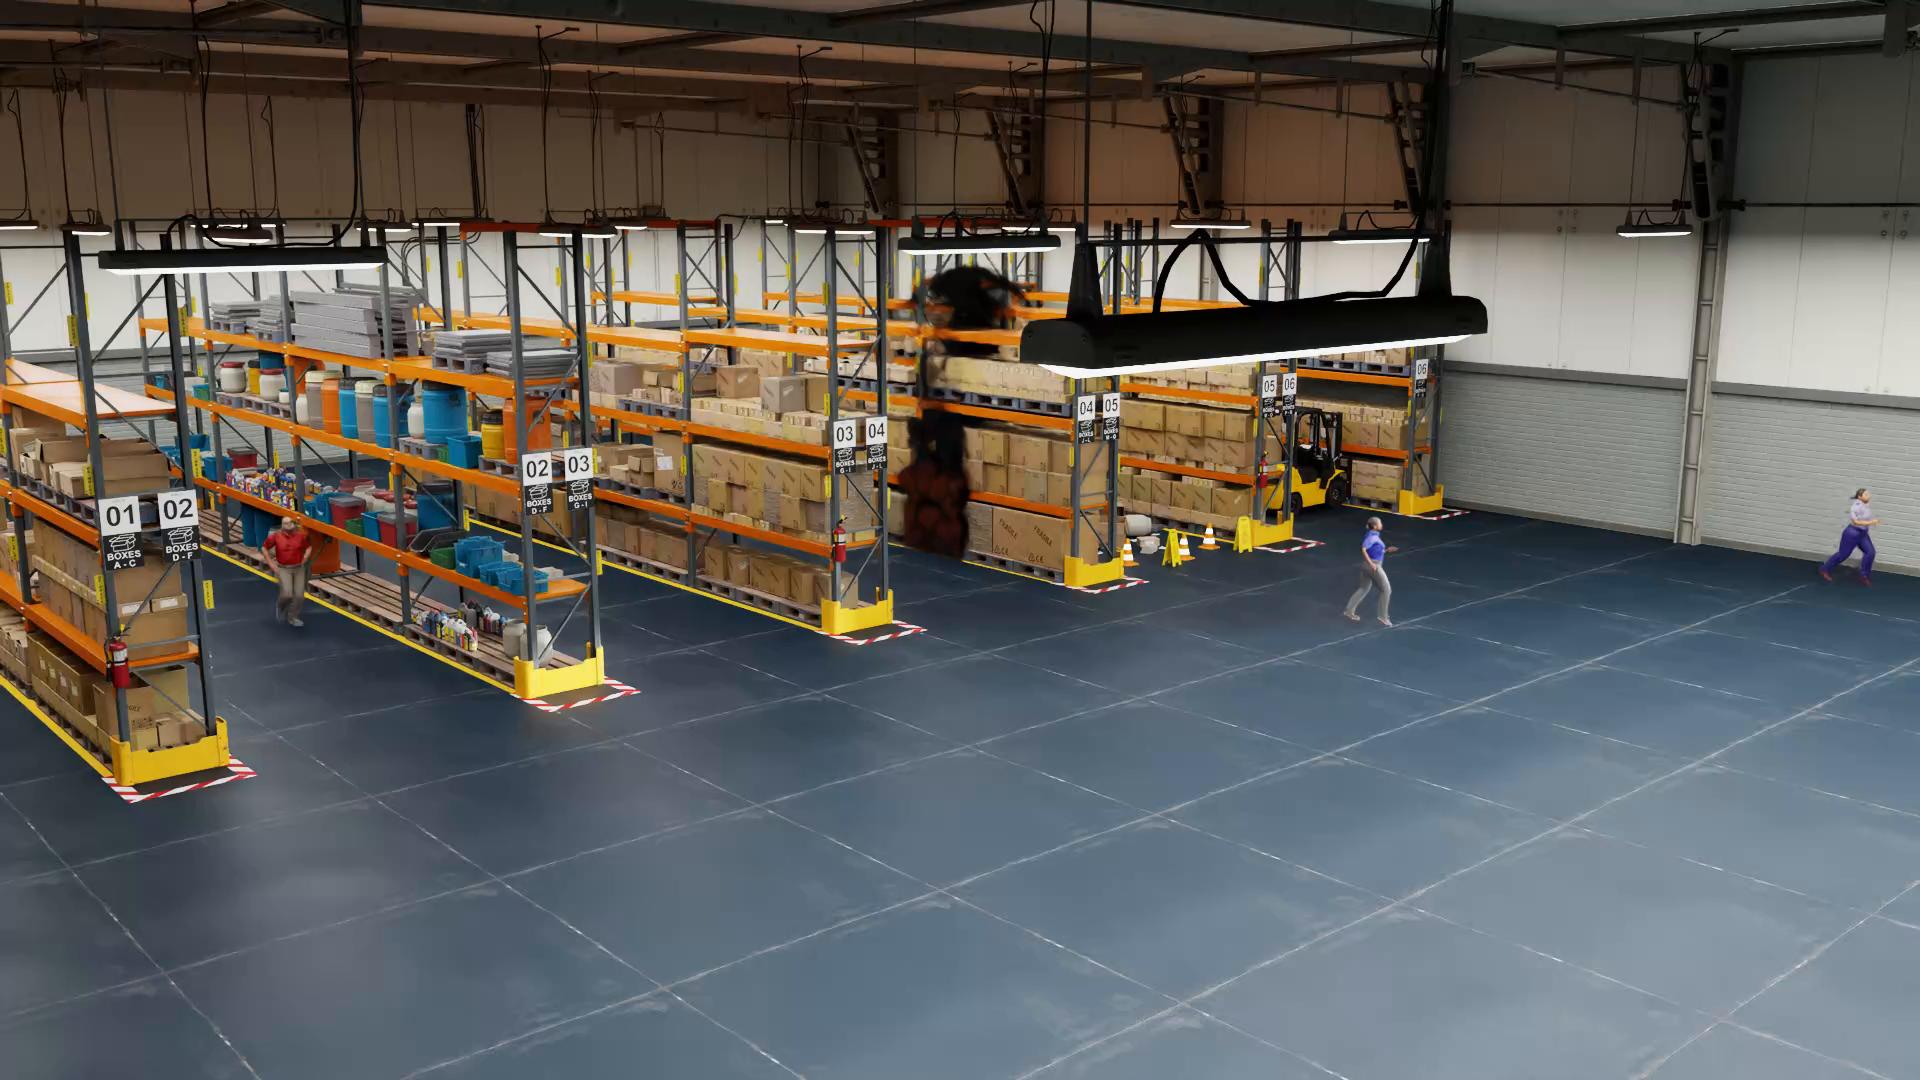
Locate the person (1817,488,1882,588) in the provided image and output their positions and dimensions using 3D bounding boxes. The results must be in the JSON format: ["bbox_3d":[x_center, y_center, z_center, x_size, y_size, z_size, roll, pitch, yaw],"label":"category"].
[{"bbox_3d":[15.034,-0.051,28.016,0.609,1.697,0.881,-10,15,-40],"label":"person"}]

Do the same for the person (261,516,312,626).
[{"bbox_3d":[-10.130,0.482,25.192,0.710,1.697,0.563,-9,14,-37],"label":"person"}]

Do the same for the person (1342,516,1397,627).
[{"bbox_3d":[6.248,0.486,25.277,0.781,1.717,0.549,-1,11,-3],"label":"person"}]
